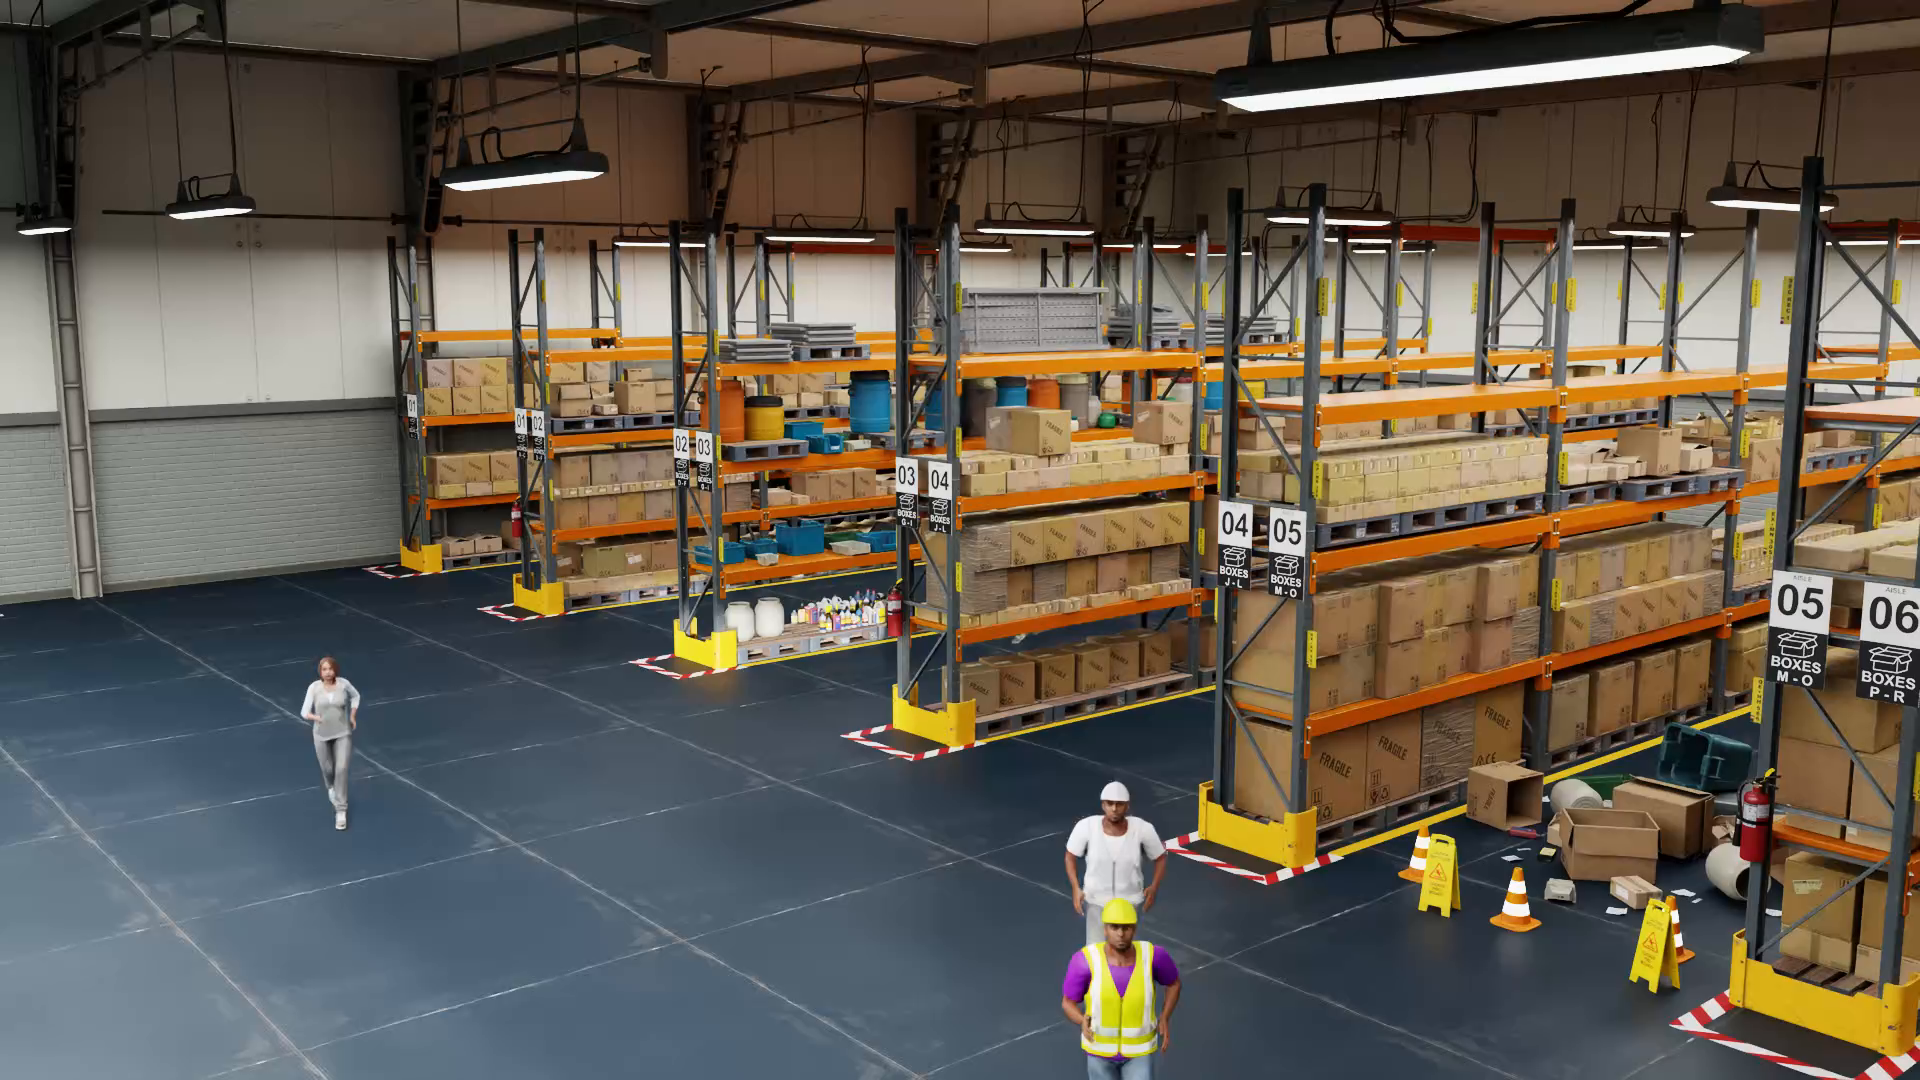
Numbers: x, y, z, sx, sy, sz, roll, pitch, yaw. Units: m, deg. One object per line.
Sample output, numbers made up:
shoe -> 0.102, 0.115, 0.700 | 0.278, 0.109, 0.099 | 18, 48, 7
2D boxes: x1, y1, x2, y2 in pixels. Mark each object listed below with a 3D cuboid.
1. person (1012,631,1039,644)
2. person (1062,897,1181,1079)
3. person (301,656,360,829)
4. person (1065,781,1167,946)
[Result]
person -> 0.930, 0.563, 22.794 | 0.532, 1.621, 0.744 | 8, 12, 41
person -> 0.908, 2.886, 9.349 | 0.681, 1.746, 0.621 | 1, 9, 4
person -> -6.061, 1.906, 16.059 | 0.537, 1.596, 0.877 | -3, 9, -19
person -> 1.098, 2.530, 11.749 | 0.719, 1.737, 0.577 | 0, 9, 3
